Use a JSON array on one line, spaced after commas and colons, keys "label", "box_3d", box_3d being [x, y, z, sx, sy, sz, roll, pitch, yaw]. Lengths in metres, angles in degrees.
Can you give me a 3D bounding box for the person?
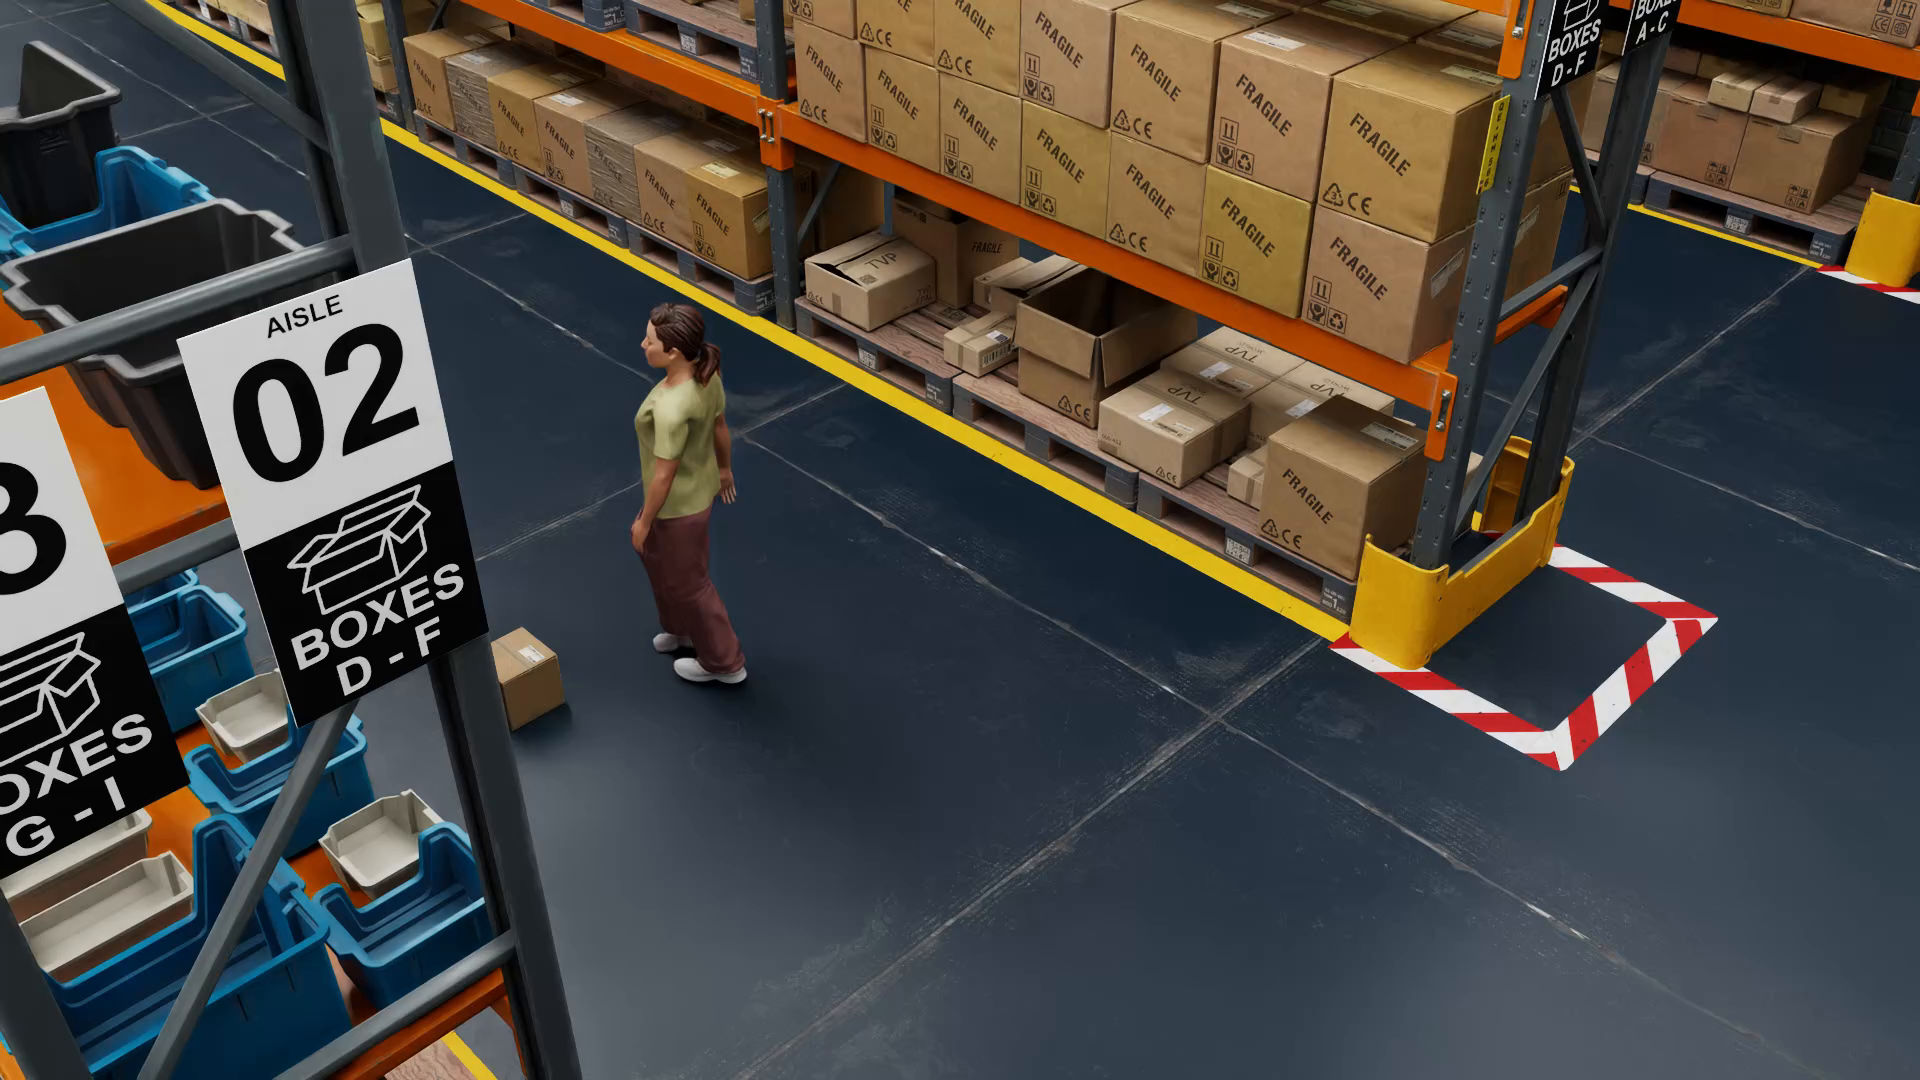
[{"label": "person", "box_3d": [-1.089, -0.141, 6.341, 0.487, 1.692, 0.492, 7, 36, 9]}]
